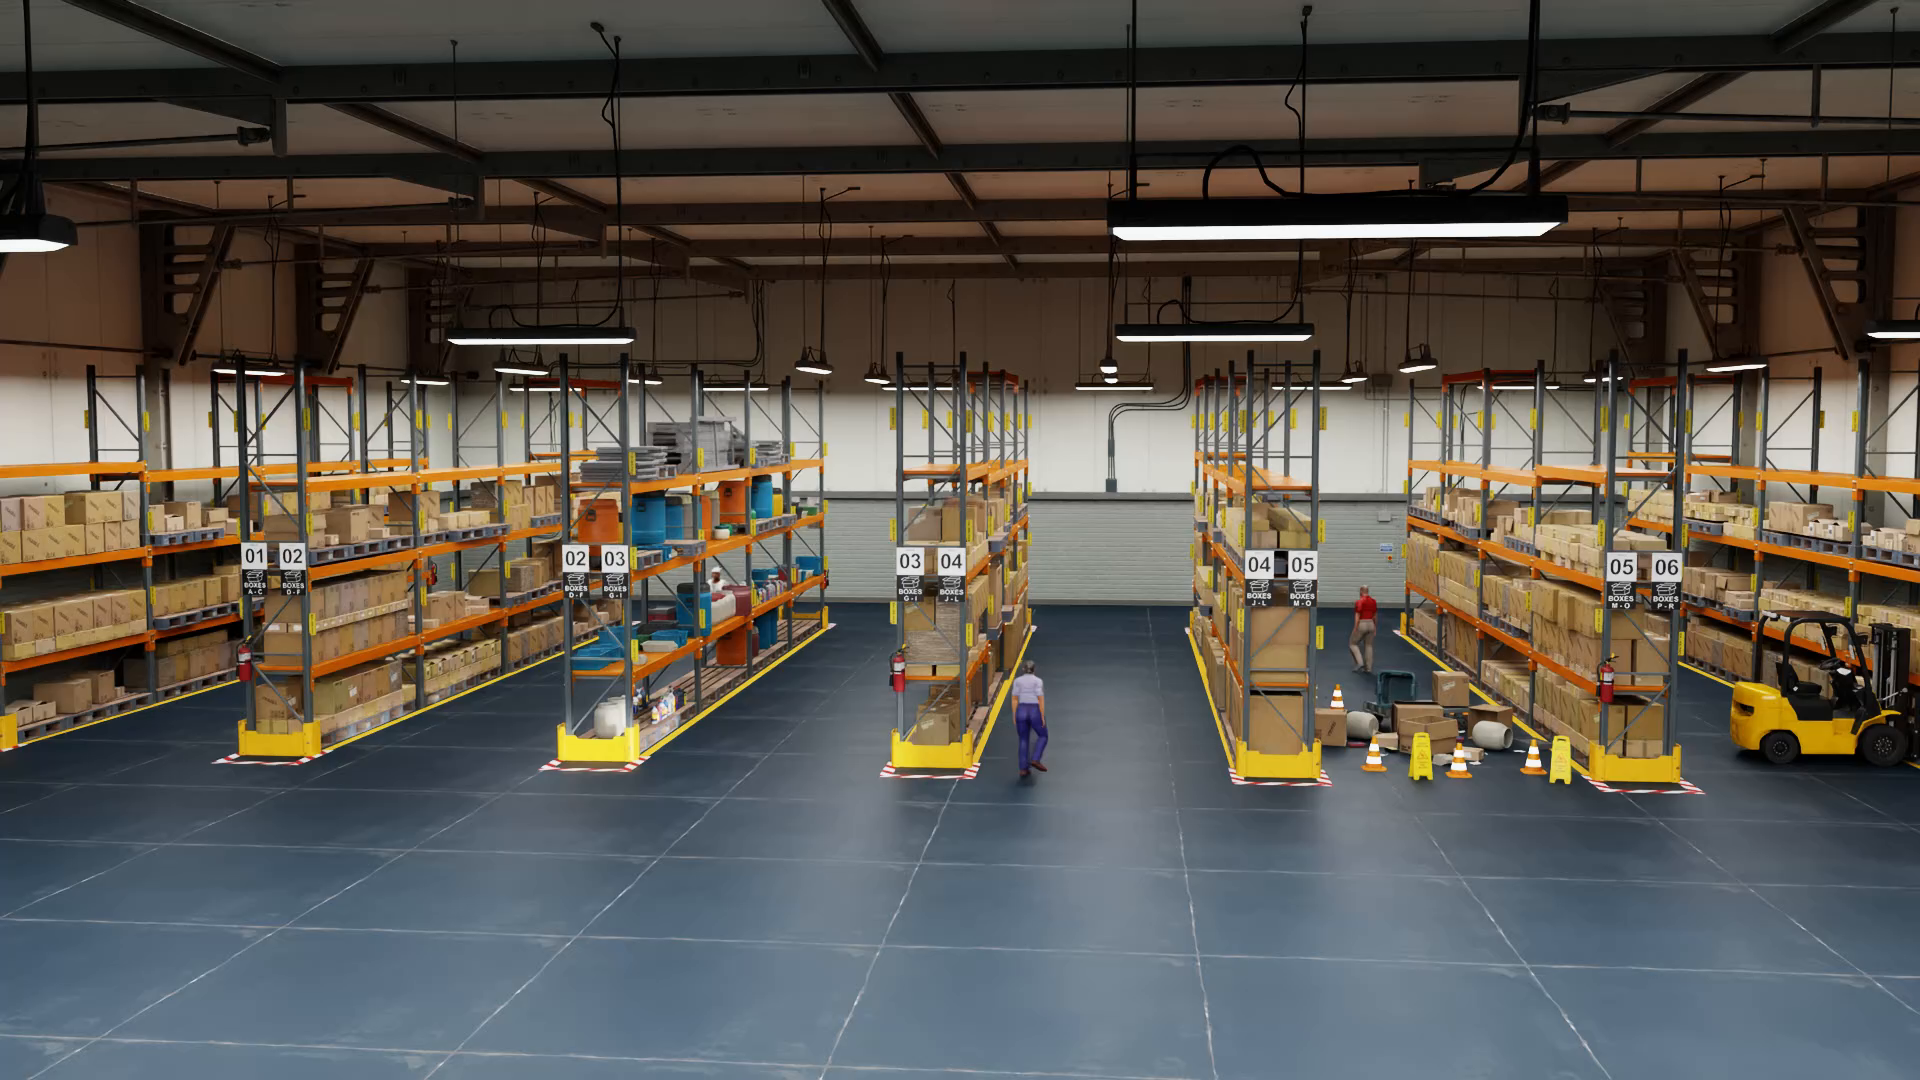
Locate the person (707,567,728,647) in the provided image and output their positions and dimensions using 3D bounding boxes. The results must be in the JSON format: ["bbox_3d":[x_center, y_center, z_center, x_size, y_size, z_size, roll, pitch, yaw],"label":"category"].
[{"bbox_3d":[-5.498,1.467,37.080,0.529,1.720,1.006,3,5,33],"label":"person"}]

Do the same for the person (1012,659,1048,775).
[{"bbox_3d":[0.988,2.503,23.576,0.532,1.633,0.460,1,4,20],"label":"person"}]

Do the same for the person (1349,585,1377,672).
[{"bbox_3d":[8.096,1.787,33.314,0.580,1.756,0.413,-2,5,-26],"label":"person"}]

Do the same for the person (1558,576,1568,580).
[{"bbox_3d":[14.517,1.354,39.874,1.052,1.618,0.434,0,4,0],"label":"person"}]
